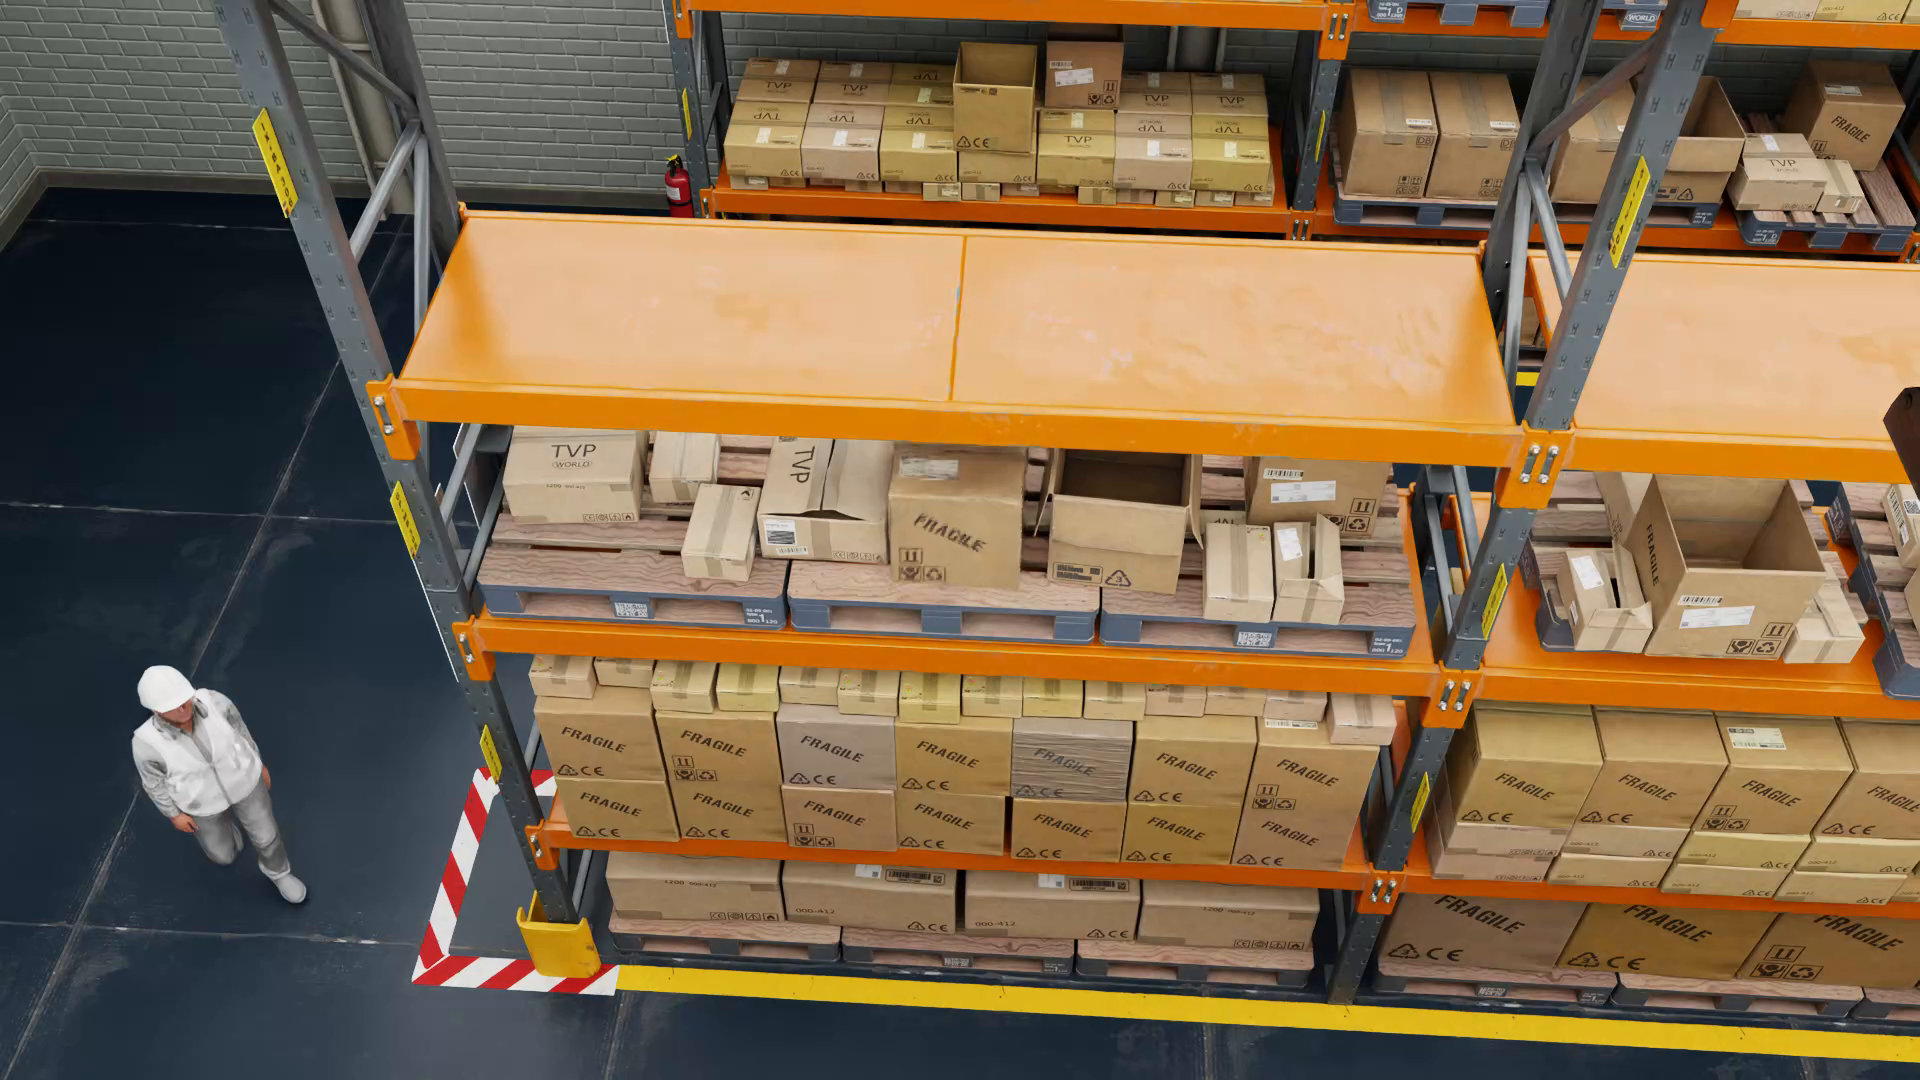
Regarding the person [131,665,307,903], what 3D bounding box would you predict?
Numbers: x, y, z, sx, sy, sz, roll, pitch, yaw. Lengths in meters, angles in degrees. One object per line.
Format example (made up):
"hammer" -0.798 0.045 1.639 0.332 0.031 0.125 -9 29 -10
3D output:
"person" -3.808 1.216 8.437 0.543 1.758 0.667 -30 54 -24
